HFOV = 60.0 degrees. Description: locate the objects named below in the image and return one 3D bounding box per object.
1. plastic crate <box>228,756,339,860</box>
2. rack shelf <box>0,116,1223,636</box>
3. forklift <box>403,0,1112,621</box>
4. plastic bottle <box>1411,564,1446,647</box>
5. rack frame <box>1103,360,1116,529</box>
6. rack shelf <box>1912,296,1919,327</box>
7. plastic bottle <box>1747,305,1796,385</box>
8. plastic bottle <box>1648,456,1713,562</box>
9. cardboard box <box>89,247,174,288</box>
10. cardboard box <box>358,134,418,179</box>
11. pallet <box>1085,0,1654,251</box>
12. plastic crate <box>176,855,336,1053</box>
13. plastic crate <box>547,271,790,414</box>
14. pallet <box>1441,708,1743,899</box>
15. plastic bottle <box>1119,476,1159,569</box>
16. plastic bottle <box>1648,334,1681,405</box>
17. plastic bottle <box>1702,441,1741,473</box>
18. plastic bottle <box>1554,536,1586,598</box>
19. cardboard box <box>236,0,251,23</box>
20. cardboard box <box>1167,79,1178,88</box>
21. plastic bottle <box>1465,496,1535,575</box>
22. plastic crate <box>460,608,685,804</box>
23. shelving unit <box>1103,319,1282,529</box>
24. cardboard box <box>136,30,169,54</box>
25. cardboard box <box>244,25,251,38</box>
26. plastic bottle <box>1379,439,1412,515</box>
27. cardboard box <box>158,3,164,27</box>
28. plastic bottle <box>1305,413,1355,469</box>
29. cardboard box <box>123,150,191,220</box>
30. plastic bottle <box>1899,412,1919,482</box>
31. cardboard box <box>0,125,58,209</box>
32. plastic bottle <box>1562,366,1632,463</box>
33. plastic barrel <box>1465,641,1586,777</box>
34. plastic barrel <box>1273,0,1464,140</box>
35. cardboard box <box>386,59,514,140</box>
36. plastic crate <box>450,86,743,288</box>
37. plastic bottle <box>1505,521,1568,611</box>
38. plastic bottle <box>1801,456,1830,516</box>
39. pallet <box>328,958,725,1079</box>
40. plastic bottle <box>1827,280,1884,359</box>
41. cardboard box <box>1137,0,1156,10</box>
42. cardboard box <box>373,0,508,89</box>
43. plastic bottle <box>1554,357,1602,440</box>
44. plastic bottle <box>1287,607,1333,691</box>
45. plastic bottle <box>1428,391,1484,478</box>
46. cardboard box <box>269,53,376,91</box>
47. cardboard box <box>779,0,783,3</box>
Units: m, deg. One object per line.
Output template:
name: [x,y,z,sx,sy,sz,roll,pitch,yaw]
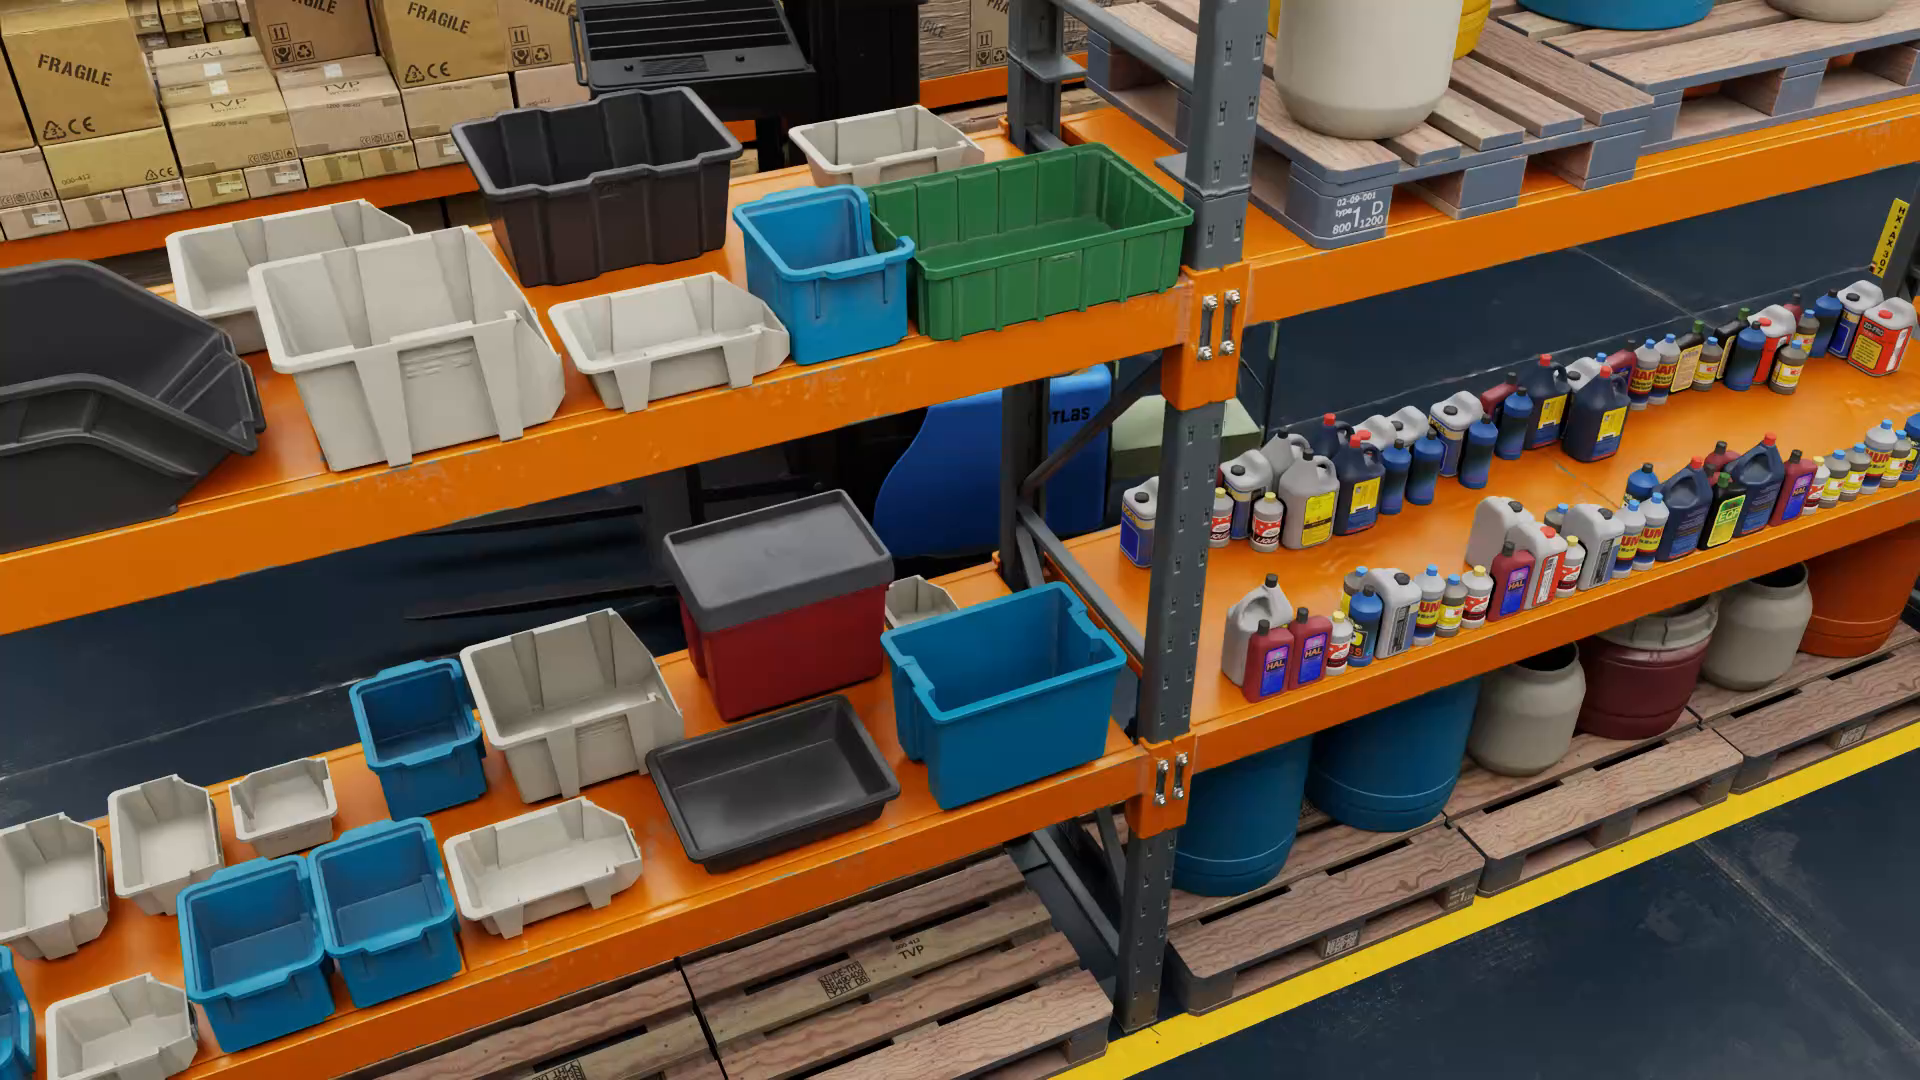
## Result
plastic crate: [-1.796,0.714,4.440,0.250,0.136,0.298,-16,39,-20]
rack shelf: [-1.417,-0.251,3.657,4.000,0.370,1.077,-16,39,-20]
forklift: [-0.927,-1.074,6.737,3.031,2.935,1.130,-8,37,-11]
plastic bottle: [1.422,0.191,5.083,0.097,0.271,0.097,0,37,0]
rack frame: [0.607,-0.637,7.351,0.023,1.500,0.400,-8,37,-11]
rack shelf: [5.825,-1.072,7.281,4.000,0.370,1.077,-16,39,-20]
plastic bottle: [3.066,-0.752,6.350,0.135,0.276,0.152,-16,39,-20]
plastic bottle: [2.345,-0.114,5.428,0.185,0.351,0.144,-16,39,-20]
cardboard box: [-3.963,-1.251,8.350,0.875,0.875,0.875,-16,39,-20]
cardboard box: [-2.780,-1.897,8.001,0.250,0.149,0.380,-15,39,-19]
pallet: [1.061,-1.222,4.520,1.003,0.211,1.213,-16,39,-20]
plastic crate: [-1.673,0.996,3.980,0.300,0.233,0.416,-16,39,-20]
plastic crate: [-0.597,-0.414,3.493,0.466,0.136,0.293,-16,39,-20]
pallet: [2.215,0.794,6.502,1.213,0.211,1.003,-16,39,-20]
plastic bottle: [0.612,-0.066,5.425,0.135,0.276,0.152,-16,39,-20]
plastic bottle: [2.620,-0.644,6.208,0.097,0.271,0.097,0,37,0]
plastic bottle: [2.566,-0.217,5.622,0.133,0.283,0.061,-16,39,-20]
plastic bottle: [1.929,0.077,5.295,0.097,0.201,0.097,0,37,0]
cardboard box: [-5.088,-3.876,11.999,0.250,0.149,0.380,-17,40,-22]
cardboard box: [1.276,-2.677,10.273,0.875,0.875,1.225,-17,40,-22]
plastic bottle: [1.747,-0.020,5.363,0.135,0.276,0.152,-16,39,-20]
plastic crate: [-1.068,0.469,4.649,0.530,0.282,0.437,-16,39,-20]
shelving unit: [0.963,-0.688,7.419,0.755,1.500,0.431,-8,37,-11]
cardboard box: [-5.831,-3.611,11.892,0.250,0.149,0.380,-18,40,-22]
cardboard box: [-5.139,-3.662,12.210,0.250,0.149,0.380,-15,39,-19]
plastic bottle: [1.470,-0.222,5.639,0.097,0.271,0.097,0,37,0]
cardboard box: [-5.819,-3.957,12.358,0.250,0.149,0.380,-14,39,-18]
plastic bottle: [1.253,-0.278,5.648,0.185,0.351,0.144,-16,39,-20]
cardboard box: [-3.708,-1.638,7.652,0.250,0.149,0.380,-16,39,-20]
plastic bottle: [3.332,-0.343,5.803,0.097,0.271,0.097,0,37,0]
cardboard box: [-4.315,-1.671,7.361,0.500,0.250,0.500,-16,39,-20]
plastic bottle: [2.270,-0.462,5.896,0.185,0.351,0.144,-16,39,-20]
plastic barrel: [2.083,0.586,6.178,0.421,0.512,0.421,0,37,0]
plastic barrel: [0.976,-1.268,3.957,0.433,0.535,0.433,0,37,0]
cardboard box: [-2.467,-2.187,8.056,0.500,0.250,0.500,-14,39,-19]
plastic crate: [-0.848,-0.828,3.940,0.590,0.269,0.497,-16,39,-20]
plastic bottle: [1.812,0.062,5.253,0.135,0.276,0.152,-16,39,-20]
plastic bottle: [2.891,-0.192,5.657,0.097,0.201,0.097,0,37,0]
pallet: [-1.362,1.796,5.151,1.213,0.211,1.003,-16,39,-20]
plastic bottle: [3.485,-0.869,6.508,0.135,0.276,0.152,-16,39,-20]
cardboard box: [1.114,-3.184,9.441,0.500,0.500,0.500,-16,39,-20]
cardboard box: [-2.469,-2.488,7.833,0.500,0.500,0.500,-15,39,-19]
plastic bottle: [2.230,-0.518,6.035,0.135,0.276,0.152,-16,39,-20]
plastic bottle: [1.027,0.308,4.914,0.133,0.283,0.061,-16,39,-20]
plastic bottle: [1.731,-0.379,5.847,0.135,0.276,0.152,-16,39,-20]
cardboard box: [-3.167,-2.337,8.259,0.500,0.250,0.500,-15,39,-19]
cardboard box: [-0.734,-2.662,8.738,0.500,0.500,0.500,-16,39,-20]
